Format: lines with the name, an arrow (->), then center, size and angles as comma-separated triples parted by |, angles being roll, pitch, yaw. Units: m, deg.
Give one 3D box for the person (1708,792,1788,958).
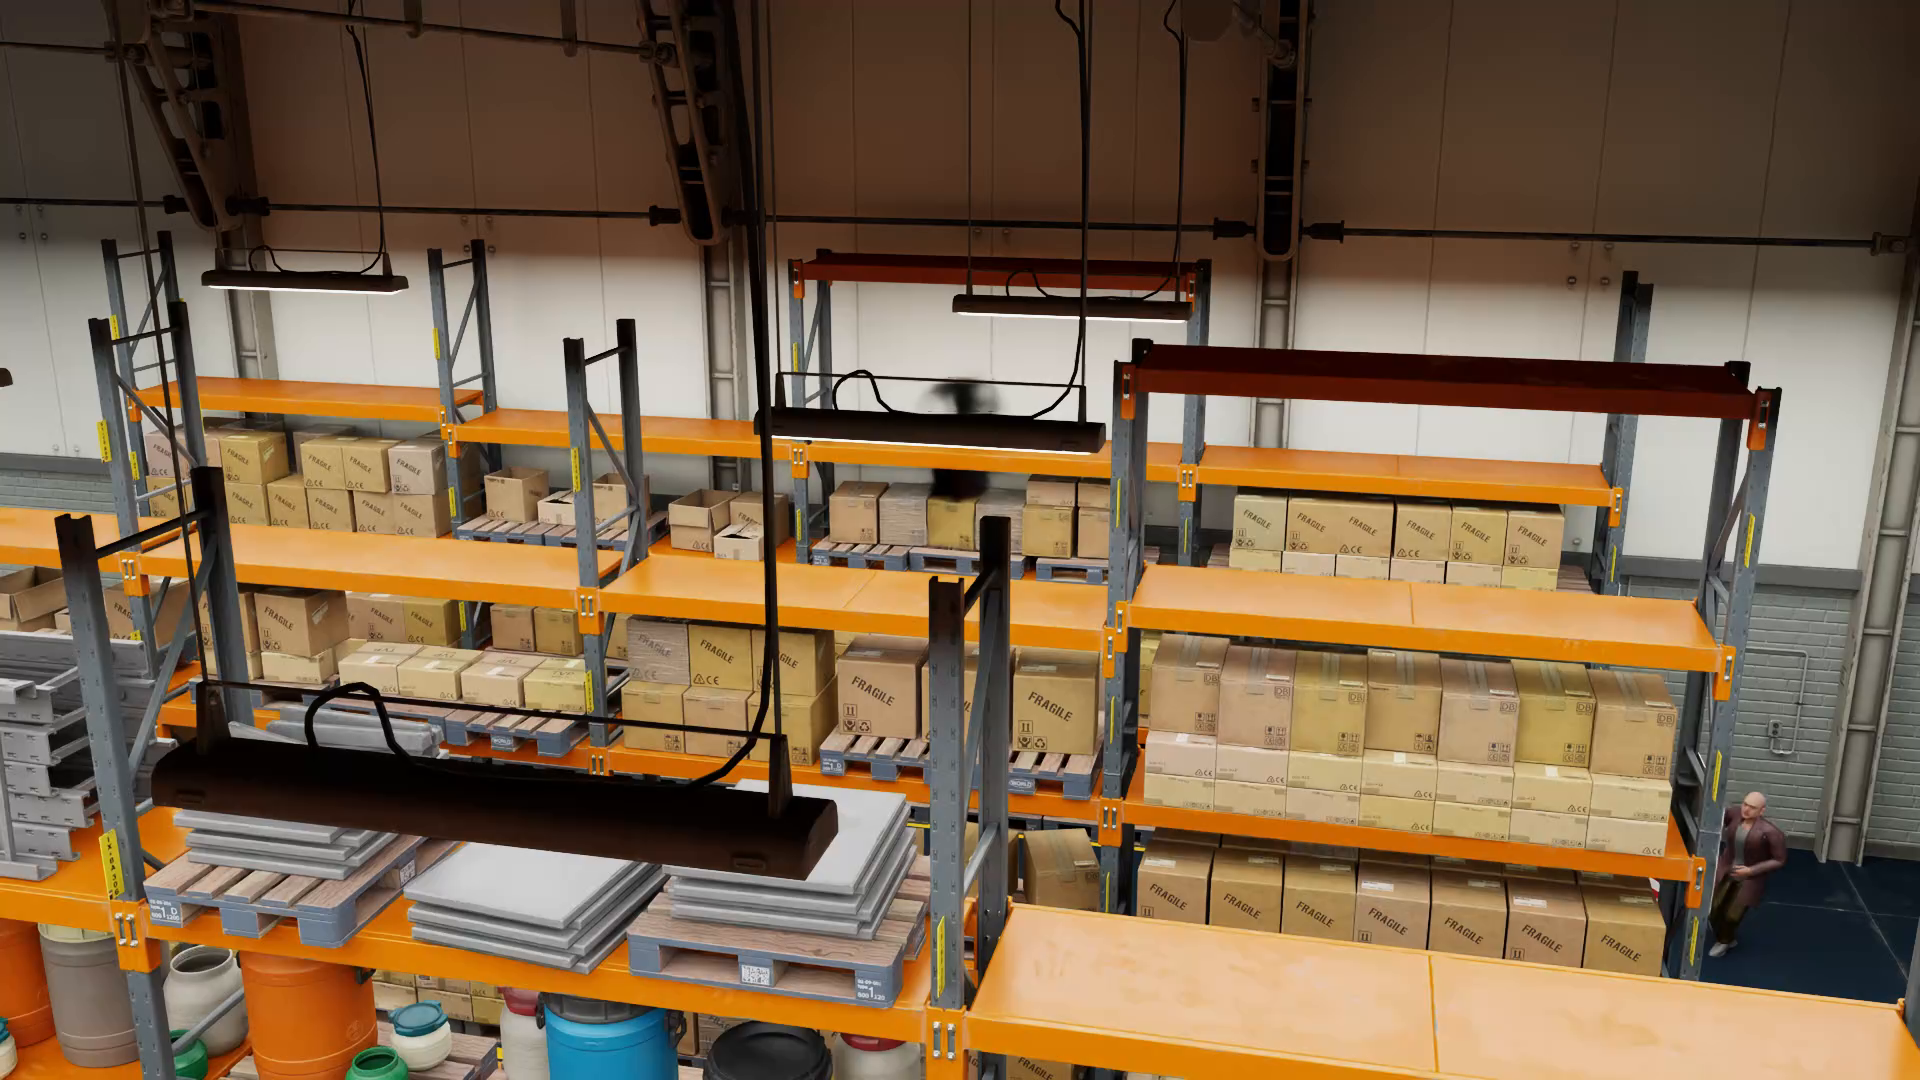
person -> 7.117, 3.021, 15.139 | 0.803, 1.692, 0.610 | 16, 22, 43
